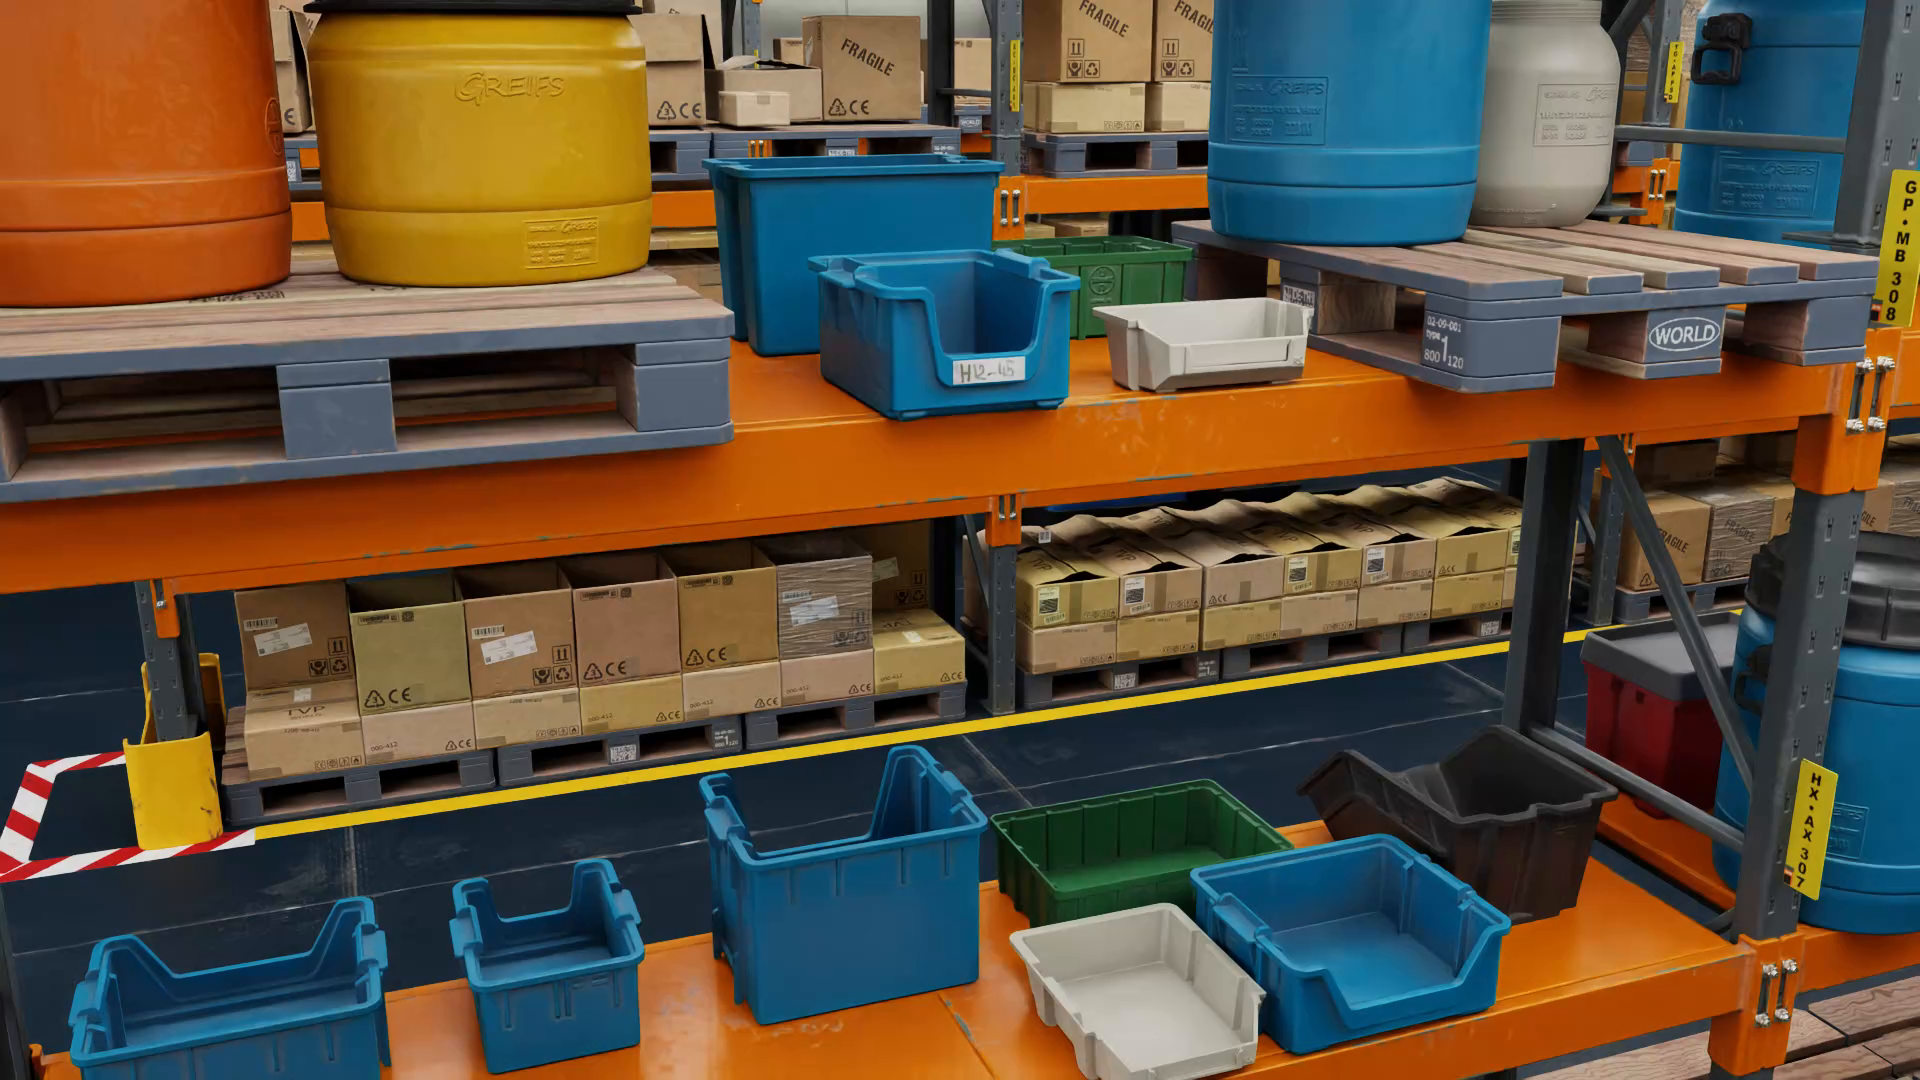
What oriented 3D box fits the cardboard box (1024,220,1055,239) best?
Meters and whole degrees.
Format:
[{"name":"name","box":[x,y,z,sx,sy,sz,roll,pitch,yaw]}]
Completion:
[{"name":"cardboard box","box":[0.429,-2.414,14.036,0.500,0.500,0.700,-6,17,-20]}]

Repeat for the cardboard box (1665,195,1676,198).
[{"name":"cardboard box","box":[7.627,-3.082,16.737,0.700,0.700,0.980,-7,18,-23]}]

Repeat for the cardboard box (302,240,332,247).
[{"name":"cardboard box","box":[-4.613,-1.979,12.412,0.500,0.500,0.500,-6,17,-19]}]

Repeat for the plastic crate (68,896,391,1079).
[{"name":"plastic crate","box":[-1.545,1.019,3.568,0.616,0.251,0.499,-6,17,-20]}]

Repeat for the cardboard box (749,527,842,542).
[{"name":"cardboard box","box":[-0.949,0.145,9.085,0.500,0.500,0.500,-6,17,-20]}]

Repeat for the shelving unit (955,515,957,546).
[{"name":"shelving unit","box":[0.155,-0.592,11.986,0.503,1.200,0.258,-6,17,-20]}]

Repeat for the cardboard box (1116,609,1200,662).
[{"name":"cardboard box","box":[1.004,0.461,9.338,0.500,0.250,0.500,-6,17,-19]}]

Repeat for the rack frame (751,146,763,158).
[{"name":"rack frame","box":[-1.715,-1.933,13.356,0.127,3.000,1.000,-6,17,-20]}]

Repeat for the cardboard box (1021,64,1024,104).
[{"name":"cardboard box","box":[0.776,-3.728,13.928,0.637,0.503,0.797,-4,17,-12]}]

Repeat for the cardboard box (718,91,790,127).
[{"name":"cardboard box","box":[-0.968,-2.024,7.794,0.250,0.149,0.380,-6,17,-20]}]

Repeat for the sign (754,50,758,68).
[{"name":"sign","box":[-1.514,-3.478,12.377,0.005,0.325,0.100,-6,17,-20]}]

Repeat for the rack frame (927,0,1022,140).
[{"name":"rack frame","box":[0.061,-3.508,8.074,0.127,3.000,1.000,-6,17,-20]}]

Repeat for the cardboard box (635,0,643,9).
[{"name":"cardboard box","box":[-2.597,-3.729,12.162,0.500,0.500,0.500,-5,17,-17]}]

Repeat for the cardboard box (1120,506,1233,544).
[{"name":"cardboard box","box":[1.287,-0.001,9.918,0.500,0.311,0.500,-6,17,-20]}]

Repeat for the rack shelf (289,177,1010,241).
[{"name":"rack shelf","box":[-1.807,-1.522,7.911,4.000,0.370,1.077,-6,17,-20]}]

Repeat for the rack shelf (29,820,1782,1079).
[{"name":"rack shelf","box":[-0.038,1.221,3.895,4.000,0.370,1.077,-6,17,-20]}]

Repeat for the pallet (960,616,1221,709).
[{"name":"pallet","box":[0.735,0.624,9.600,1.213,0.211,1.003,-6,17,-20]}]

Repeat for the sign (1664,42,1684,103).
[{"name":"sign","box":[3.987,-2.612,9.286,0.005,0.325,0.100,-6,17,-20]}]

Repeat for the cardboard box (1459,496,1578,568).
[{"name":"cardboard box","box":[3.395,-0.067,10.141,0.500,0.311,0.500,-6,17,-19]}]

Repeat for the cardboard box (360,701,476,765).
[{"name":"cardboard box","box":[-2.629,0.844,8.034,0.500,0.250,0.500,-6,17,-20]}]

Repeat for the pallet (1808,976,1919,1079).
[{"name":"pallet","box":[3.690,1.798,5.600,1.213,0.211,1.003,-6,17,-20]}]

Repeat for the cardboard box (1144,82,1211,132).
[{"name":"cardboard box","box":[1.151,-2.314,8.853,0.500,0.250,0.500,-8,18,-25]}]

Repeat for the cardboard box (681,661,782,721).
[{"name":"cardboard box","box":[-1.226,0.694,8.545,0.500,0.250,0.500,-6,17,-20]}]

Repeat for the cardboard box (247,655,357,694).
[{"name":"cardboard box","box":[-3.280,0.759,8.323,0.500,0.250,0.500,-6,17,-20]}]

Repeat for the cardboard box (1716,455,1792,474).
[{"name":"cardboard box","box":[5.556,-0.308,11.477,0.500,0.500,0.500,-7,18,-22]}]

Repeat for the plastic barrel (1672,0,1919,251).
[{"name":"plastic barrel","box":[2.227,-1.114,4.356,0.708,0.901,0.600,-6,17,-20]}]

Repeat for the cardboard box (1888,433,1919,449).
[{"name":"cardboard box","box":[6.992,-0.463,12.008,0.500,0.500,0.500,-7,18,-23]}]

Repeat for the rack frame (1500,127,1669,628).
[{"name":"rack frame","box":[3.796,-1.033,10.293,0.127,3.000,1.000,-6,17,-20]}]

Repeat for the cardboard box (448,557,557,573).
[{"name":"cardboard box","box":[-2.352,0.294,8.576,0.500,0.500,0.500,-6,17,-20]}]

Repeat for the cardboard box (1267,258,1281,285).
[{"name":"cardboard box","box":[2.565,-2.518,14.608,0.500,0.500,0.500,-6,17,-18]}]

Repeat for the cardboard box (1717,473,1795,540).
[{"name":"cardboard box","box":[5.280,-0.119,10.836,0.500,0.500,0.500,-6,18,-21]}]

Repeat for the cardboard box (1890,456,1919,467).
[{"name":"cardboard box","box":[6.708,-0.275,11.368,0.500,0.500,0.500,-6,17,-20]}]

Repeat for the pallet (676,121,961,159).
[{"name":"pallet","box":[-0.727,-1.934,8.193,1.213,0.211,1.003,-6,17,-20]}]

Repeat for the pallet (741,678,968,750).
[{"name":"pallet","box":[-0.697,0.777,9.077,1.213,0.211,1.003,-6,17,-20]}]

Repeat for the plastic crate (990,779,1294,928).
[{"name":"plastic crate","box":[0.461,0.838,4.297,0.662,0.188,0.450,-6,17,-20]}]

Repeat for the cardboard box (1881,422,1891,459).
[{"name":"cardboard box","box":[6.058,-0.722,11.559,0.500,0.250,0.500,-6,17,-20]}]

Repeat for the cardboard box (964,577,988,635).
[{"name":"cardboard box","box":[0.344,0.370,9.650,0.500,0.250,0.500,-6,18,-21]}]

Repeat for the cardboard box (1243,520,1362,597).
[{"name":"cardboard box","box":[1.971,0.087,9.616,0.500,0.311,0.500,-6,17,-19]}]

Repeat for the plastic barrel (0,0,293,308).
[{"name":"plastic barrel","box":[-1.497,-0.852,2.845,0.708,0.830,0.600,-6,17,-20]}]

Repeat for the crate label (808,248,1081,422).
[{"name":"crate label","box":[-0.040,-0.393,3.052,0.408,0.251,0.502,-6,17,-20]}]

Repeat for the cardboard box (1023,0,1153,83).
[{"name":"cardboard box","box":[0.651,-2.610,8.529,0.500,0.500,0.500,-6,17,-19]}]

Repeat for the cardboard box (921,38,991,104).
[{"name":"cardboard box","box":[-0.025,-3.780,13.400,0.500,0.500,0.500,-7,18,-22]}]

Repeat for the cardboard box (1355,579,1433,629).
[{"name":"cardboard box","box":[2.441,0.305,9.872,0.500,0.250,0.500,-6,17,-19]}]

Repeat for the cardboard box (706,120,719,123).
[{"name":"cardboard box","box":[-2.101,-3.313,12.521,0.500,0.500,0.500,-6,17,-19]}]

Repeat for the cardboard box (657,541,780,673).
[{"name":"cardboard box","box":[-1.231,0.331,8.451,0.500,0.500,0.500,-6,17,-20]}]

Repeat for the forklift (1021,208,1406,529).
[{"name":"forklift","box":[1.891,-1.576,12.263,3.031,2.935,1.130,-6,17,-18]}]

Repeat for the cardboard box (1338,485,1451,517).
[{"name":"cardboard box","box":[2.714,-0.154,10.437,0.500,0.311,0.500,-7,18,-21]}]

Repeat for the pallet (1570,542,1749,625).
[{"name":"pallet","box":[4.506,0.240,10.908,1.213,0.211,1.003,-6,17,-20]}]

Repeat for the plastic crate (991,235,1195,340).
[{"name":"plastic crate","box":[0.259,-0.576,3.790,0.450,0.188,0.336,-6,17,-20]}]

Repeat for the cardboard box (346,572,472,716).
[{"name":"cardboard box","box":[-2.628,0.485,7.927,0.500,0.500,0.500,-6,17,-20]}]

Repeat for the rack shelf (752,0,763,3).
[{"name":"rack shelf","box":[0.152,-4.476,13.355,4.000,0.370,1.077,-6,17,-20]}]

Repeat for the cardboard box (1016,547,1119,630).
[{"name":"cardboard box","box":[0.536,0.243,9.087,0.500,0.311,0.500,-6,17,-20]}]

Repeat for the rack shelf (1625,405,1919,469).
[{"name":"rack shelf","box":[5.663,-0.890,11.081,4.000,0.370,1.077,-6,17,-20]}]

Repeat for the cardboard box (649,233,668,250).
[{"name":"cardboard box","box":[-2.510,-2.049,12.653,0.500,0.500,0.500,-6,17,-20]}]

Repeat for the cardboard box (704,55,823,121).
[{"name":"cardboard box","box":[-1.008,-2.259,8.308,0.500,0.311,0.500,-7,18,-23]}]

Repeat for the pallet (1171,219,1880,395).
[{"name":"pallet","box":[1.191,-0.576,3.749,1.003,0.211,1.213,-6,17,-20]}]

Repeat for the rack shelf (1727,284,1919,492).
[{"name":"rack shelf","box":[3.697,-0.622,4.845,4.000,0.370,1.077,-6,17,-20]}]
